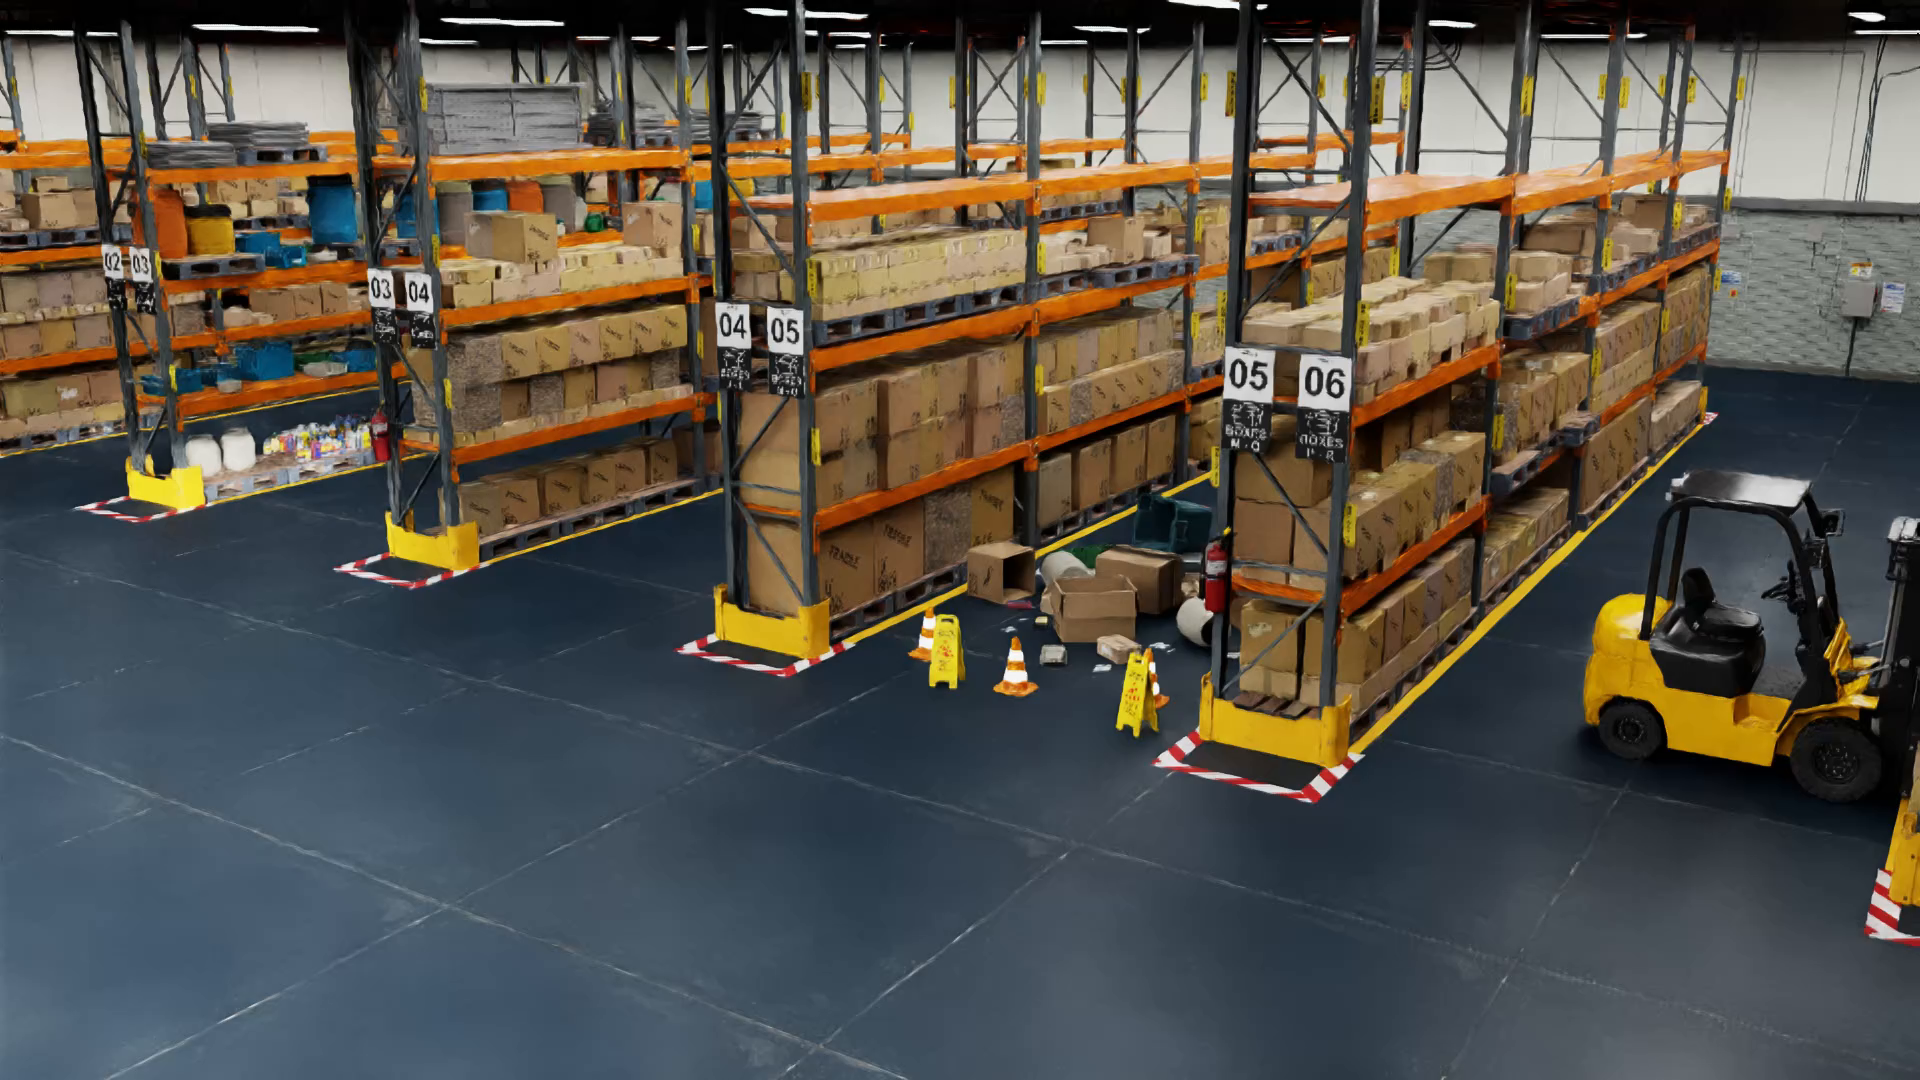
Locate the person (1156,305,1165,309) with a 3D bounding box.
[{"bbox_3d":[3.051,-2.736,25.669,0.653,1.776,0.610,-12,20,-37],"label":"person"}]
